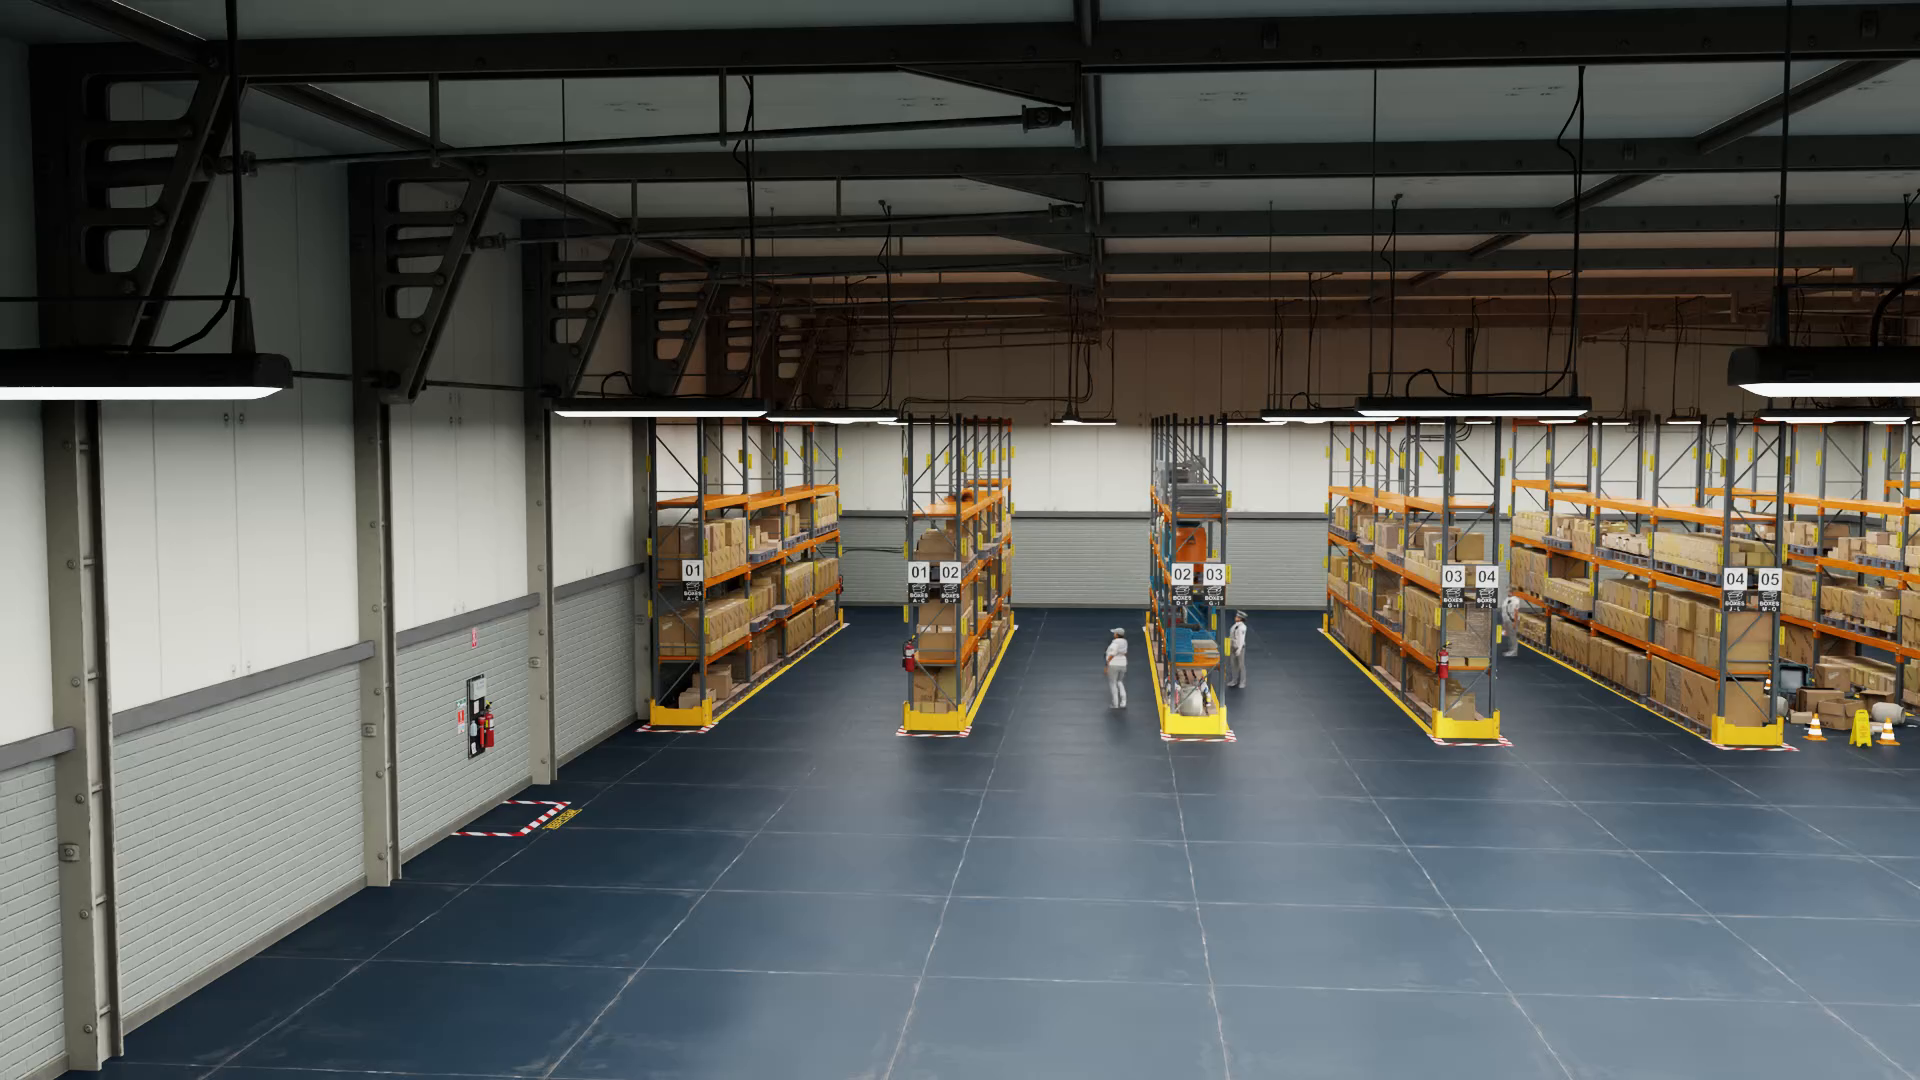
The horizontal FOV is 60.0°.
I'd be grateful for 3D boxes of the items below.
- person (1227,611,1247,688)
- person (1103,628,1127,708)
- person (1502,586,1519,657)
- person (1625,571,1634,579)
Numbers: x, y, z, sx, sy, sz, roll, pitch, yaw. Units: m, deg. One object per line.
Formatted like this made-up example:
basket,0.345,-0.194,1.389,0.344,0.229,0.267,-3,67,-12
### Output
person,6.143,2.412,36.816,0.407,1.725,0.474,-3,5,-38
person,3.173,2.601,33.933,0.514,1.645,0.454,-2,4,-30
person,13.781,2.033,41.665,0.403,1.774,0.572,0,4,1
person,19.801,1.595,49.054,0.703,1.640,0.486,-1,4,-10
